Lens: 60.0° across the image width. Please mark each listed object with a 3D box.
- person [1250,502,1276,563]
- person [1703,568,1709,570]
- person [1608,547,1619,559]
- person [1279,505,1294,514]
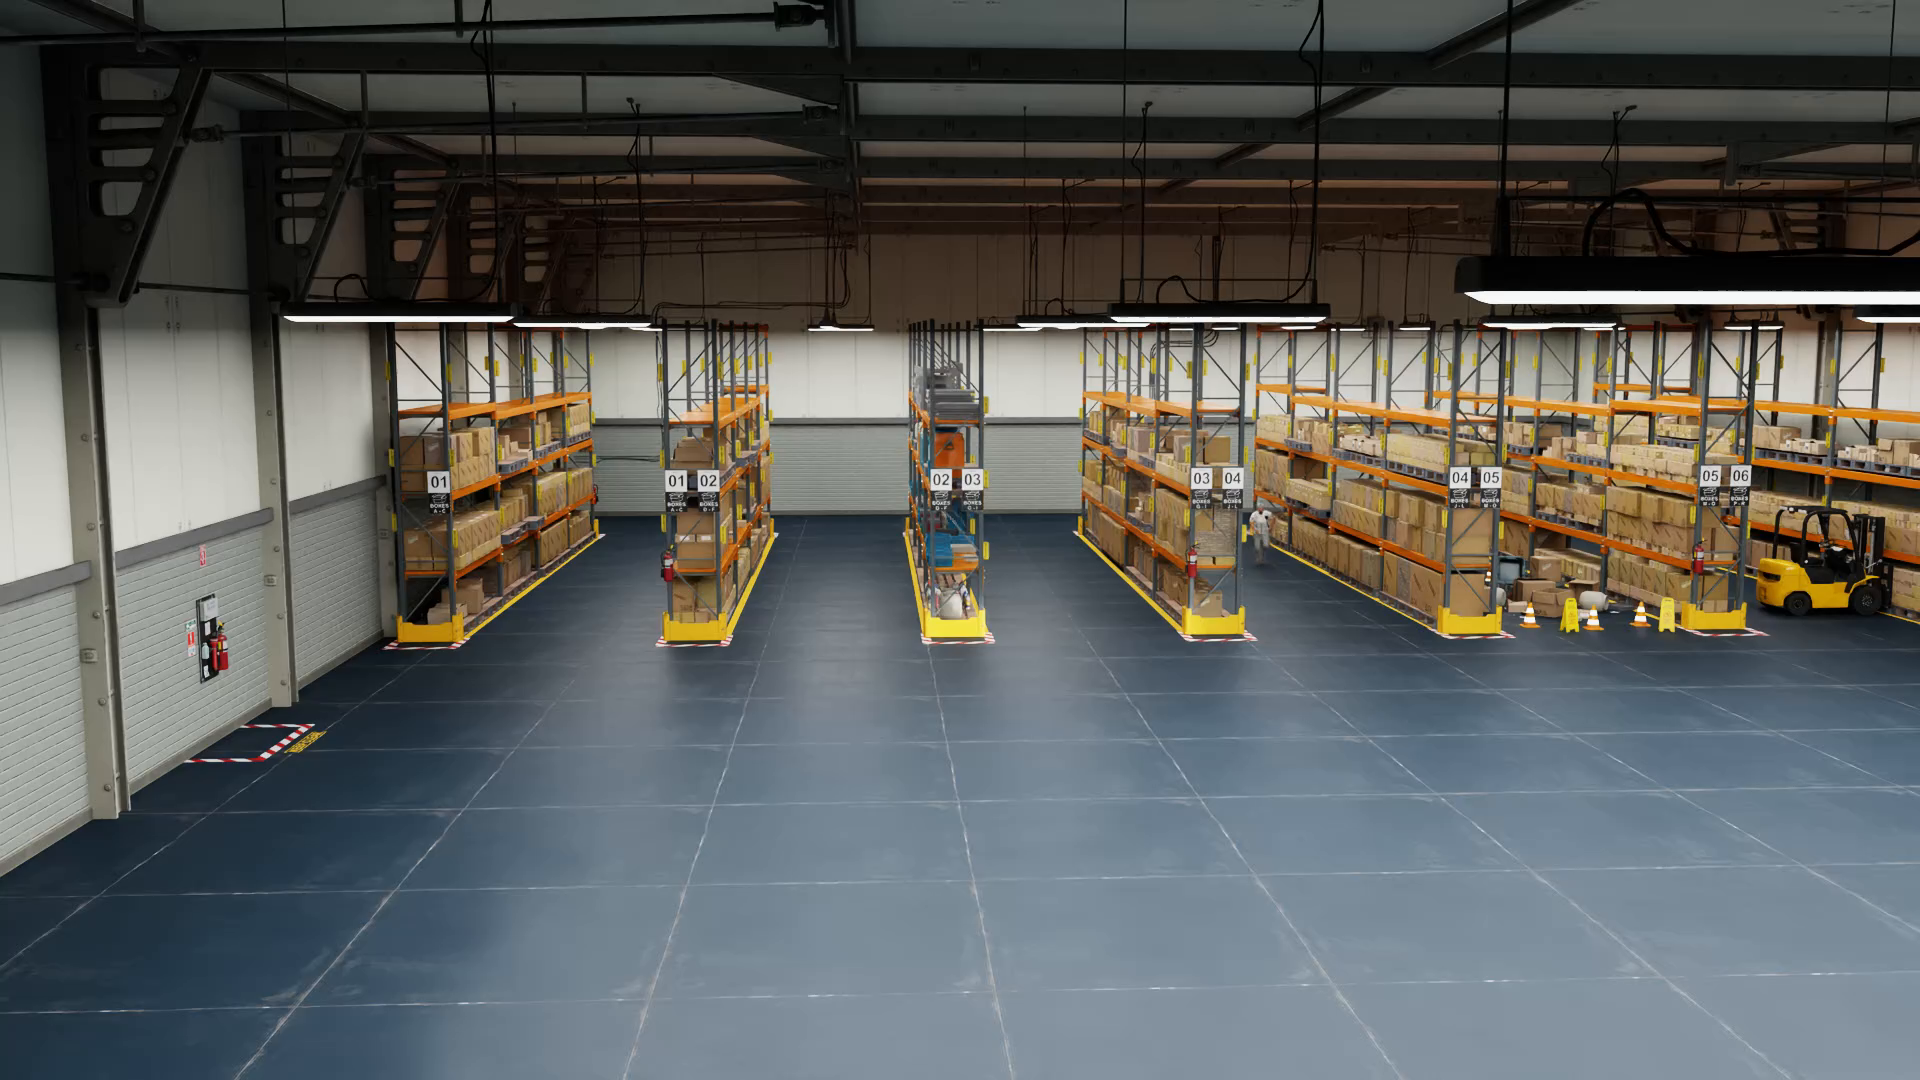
[{"bbox_3d":[7.550,-0.176,41.509,0.658,1.569,0.752,1,7,6],"label":"person"},{"bbox_3d":[16.263,0.343,36.461,0.517,1.797,0.536,-2,7,-13],"label":"person"},{"bbox_3d":[16.526,-0.327,42.002,0.609,1.787,0.403,-4,8,-32],"label":"person"},{"bbox_3d":[9.766,-1.234,49.547,0.418,1.699,0.498,-2,7,-15],"label":"person"}]
